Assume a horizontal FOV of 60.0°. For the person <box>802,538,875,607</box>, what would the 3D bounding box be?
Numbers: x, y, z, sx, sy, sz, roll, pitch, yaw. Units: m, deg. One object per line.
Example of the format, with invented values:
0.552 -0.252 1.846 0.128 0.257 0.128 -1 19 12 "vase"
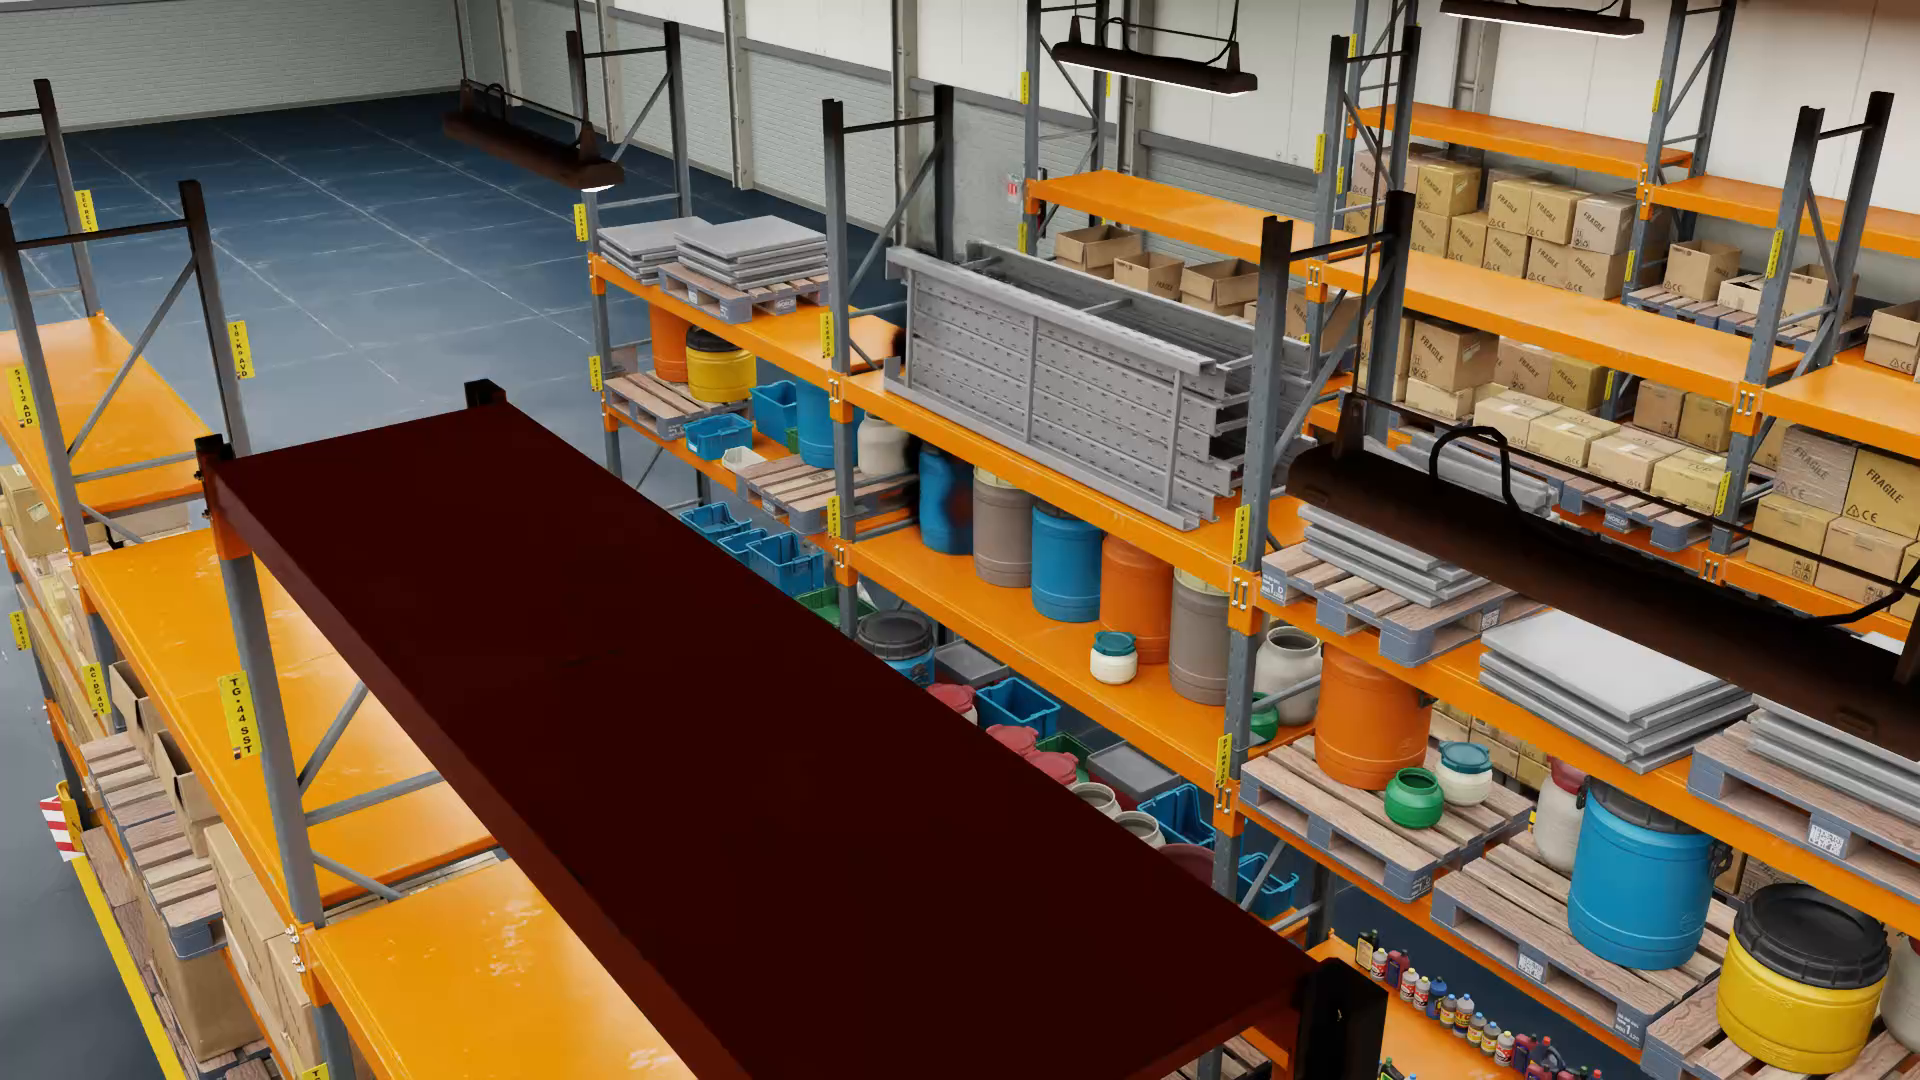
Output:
-1.279 0.045 16.781 0.908 1.764 0.669 19 31 36 "person"
